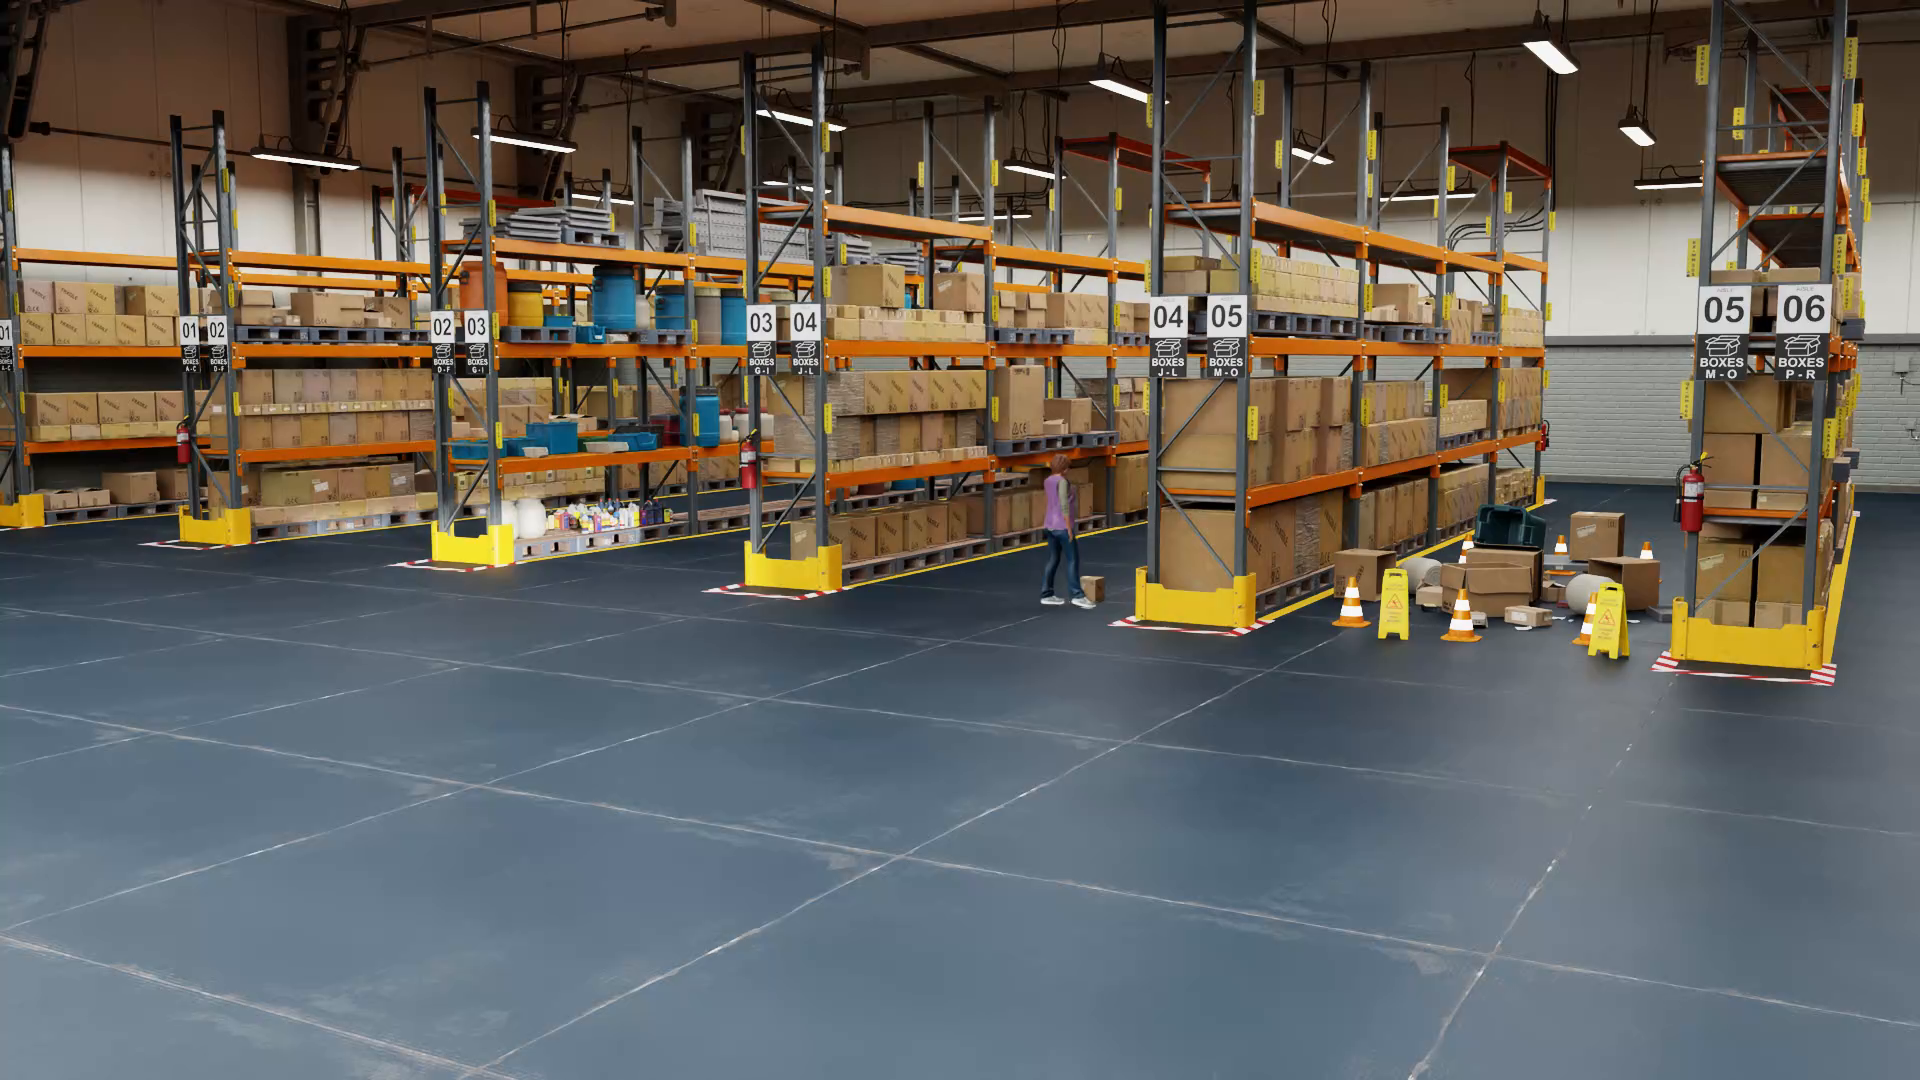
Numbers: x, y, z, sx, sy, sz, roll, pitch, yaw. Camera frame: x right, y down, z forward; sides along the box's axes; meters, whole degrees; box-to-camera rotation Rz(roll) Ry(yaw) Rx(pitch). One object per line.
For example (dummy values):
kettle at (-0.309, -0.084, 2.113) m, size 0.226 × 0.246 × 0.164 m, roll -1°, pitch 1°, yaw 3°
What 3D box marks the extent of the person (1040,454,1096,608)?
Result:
person at (1.104, -0.092, 17.415) m, size 0.518 × 1.596 × 0.473 m, roll -3°, pitch 7°, yaw -25°
